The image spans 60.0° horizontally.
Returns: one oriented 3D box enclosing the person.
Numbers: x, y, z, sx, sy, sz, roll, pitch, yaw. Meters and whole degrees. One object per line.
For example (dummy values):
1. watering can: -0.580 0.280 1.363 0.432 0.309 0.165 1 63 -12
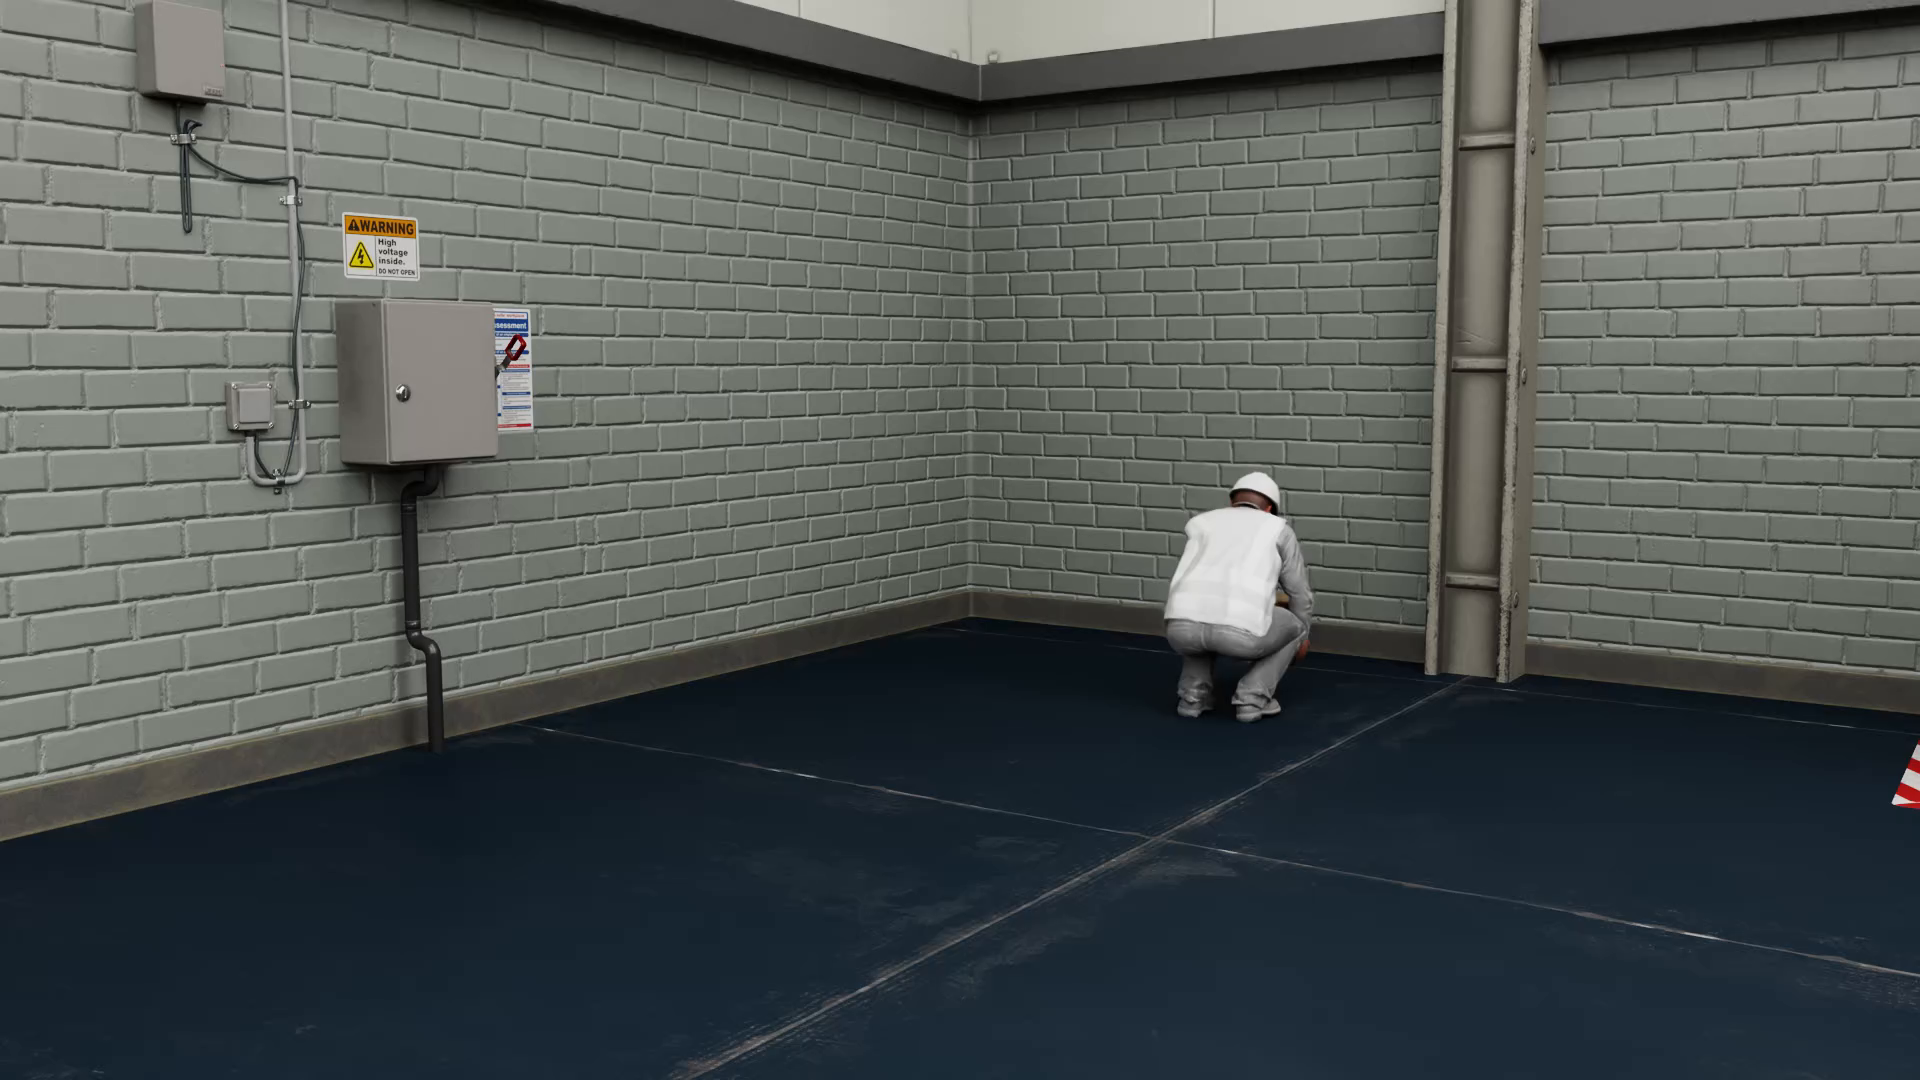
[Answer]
1. person: 1.183 0.232 7.081 0.537 1.011 0.848 4 8 34
